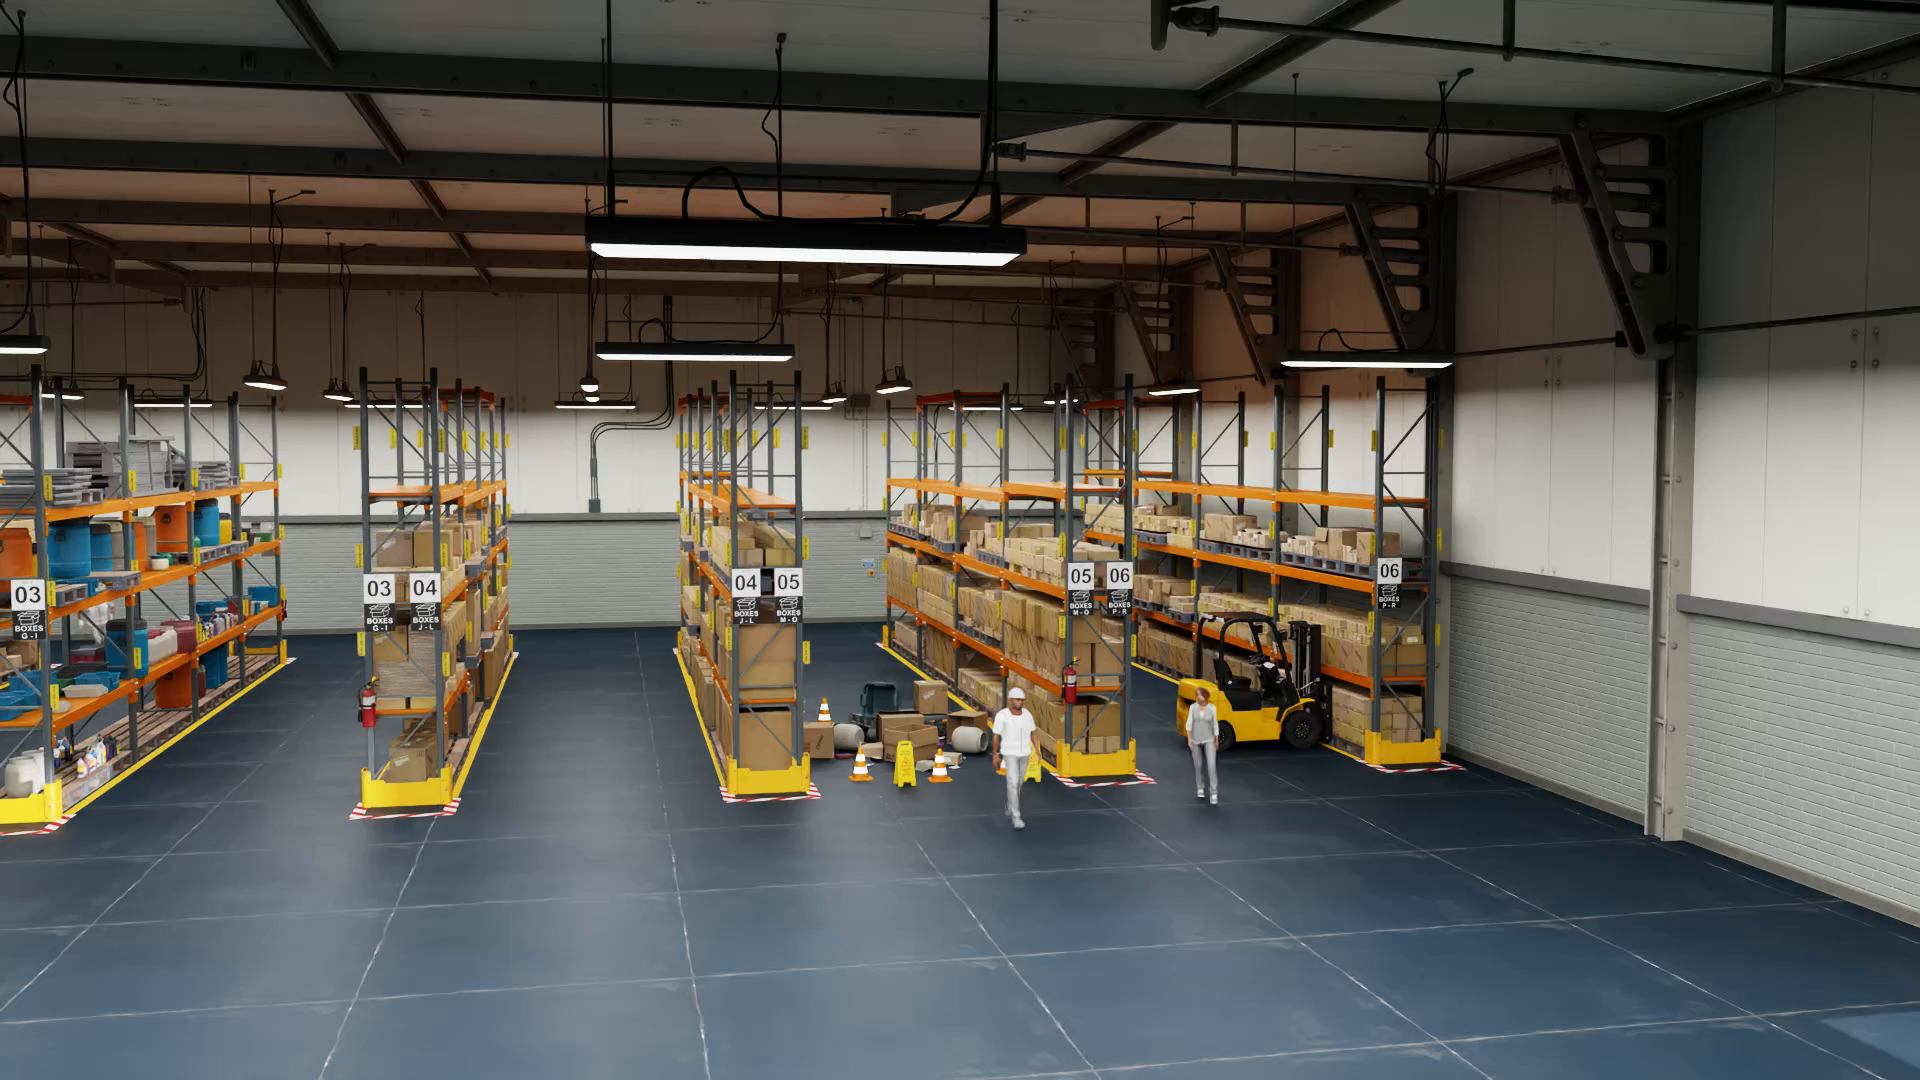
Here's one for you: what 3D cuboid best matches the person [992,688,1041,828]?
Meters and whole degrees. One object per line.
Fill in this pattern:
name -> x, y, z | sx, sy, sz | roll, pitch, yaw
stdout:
person -> 0.782, 2.814, 21.762 | 0.593, 1.737, 0.810 | -2, 4, -31

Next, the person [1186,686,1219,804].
person -> 3.385, 2.828, 23.059 | 0.521, 1.577, 0.773 | 1, 4, 18

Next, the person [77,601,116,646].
person -> -19.363, 1.922, 37.302 | 0.776, 1.803, 0.787 | -3, 5, -42
